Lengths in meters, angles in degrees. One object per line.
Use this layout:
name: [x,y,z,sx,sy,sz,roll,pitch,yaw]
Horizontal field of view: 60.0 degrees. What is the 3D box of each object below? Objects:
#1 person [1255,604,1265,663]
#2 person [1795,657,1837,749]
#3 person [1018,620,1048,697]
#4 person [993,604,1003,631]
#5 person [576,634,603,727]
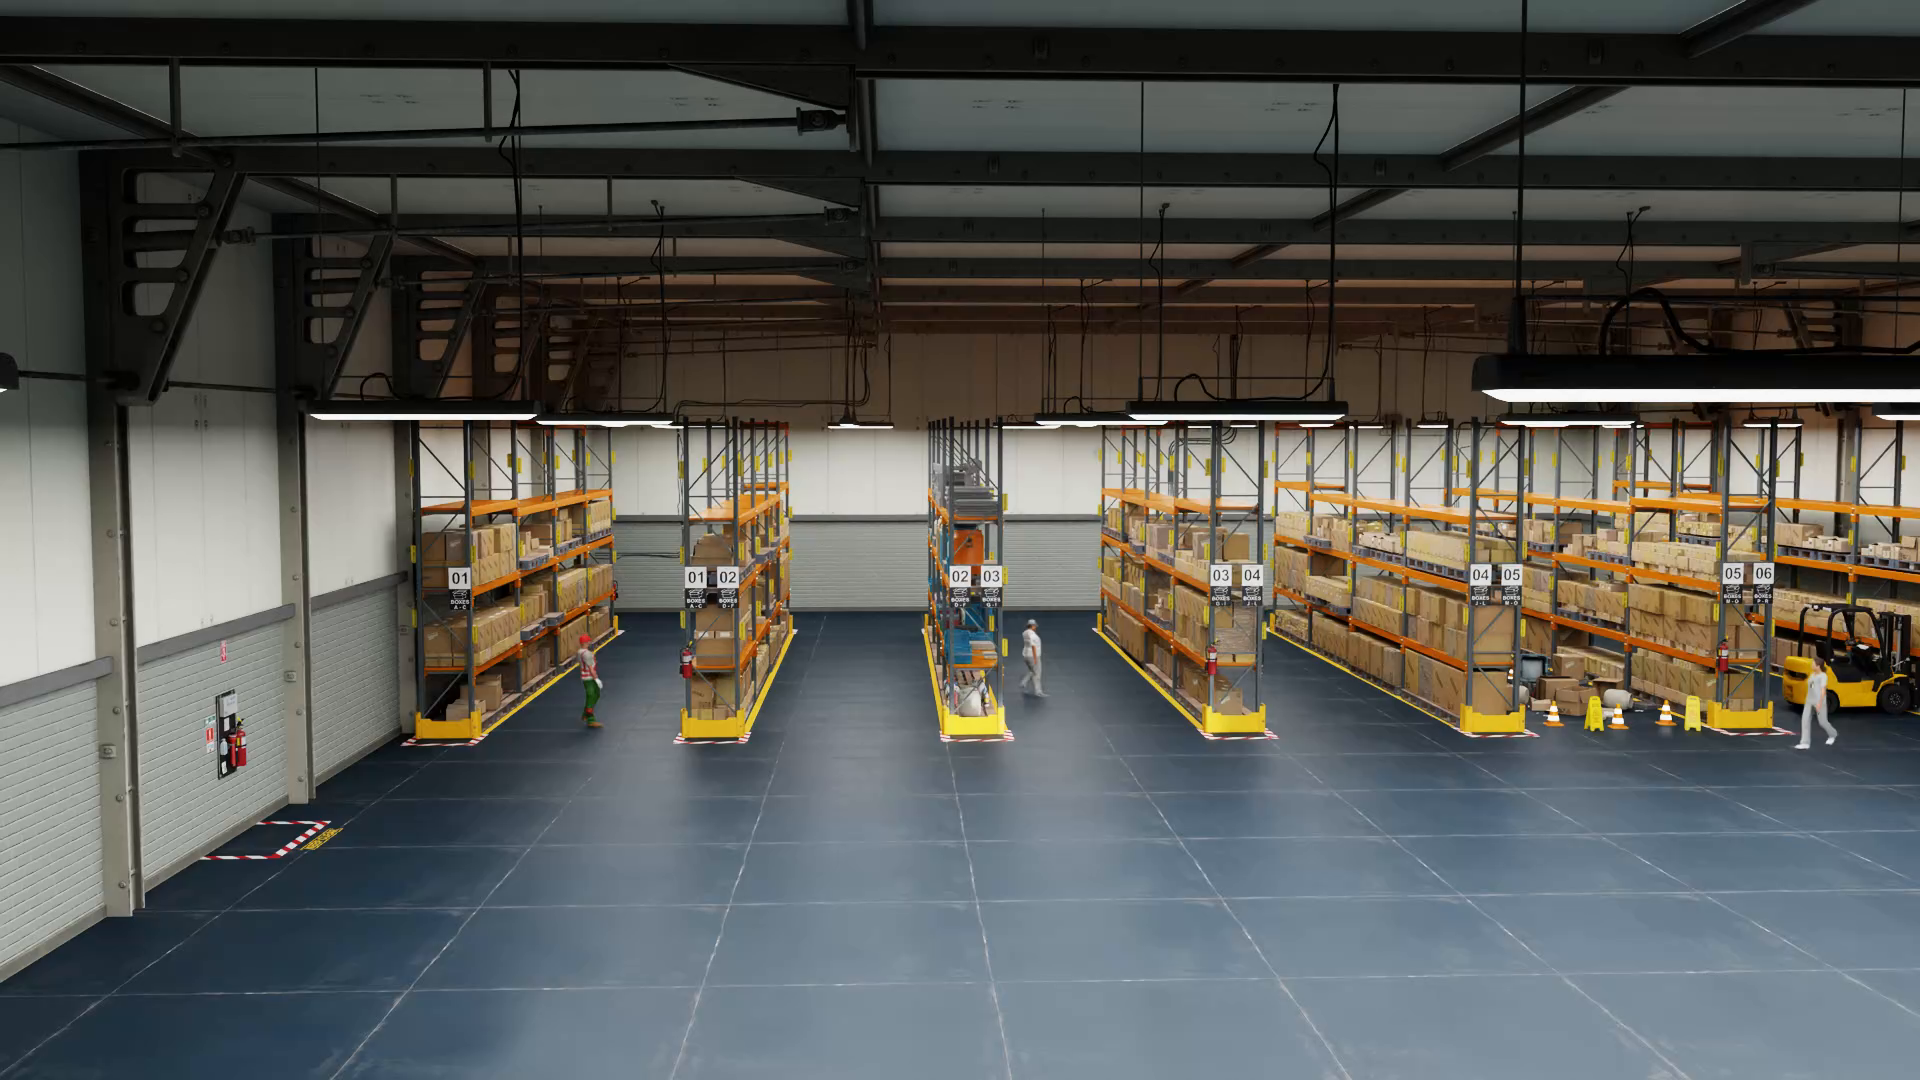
person: [7.356,2.183,41.247,0.398,1.750,0.524,-3,4,-34]
person: [15.468,2.935,29.975,0.908,1.644,0.414,-2,4,-31]
person: [1.589,2.557,36.035,0.525,1.671,0.526,-2,4,-22]
person: [1.015,1.823,47.731,0.444,1.542,0.830,-1,4,-12]
person: [-7.194,2.721,32.333,0.516,1.798,0.654,-1,4,-10]
